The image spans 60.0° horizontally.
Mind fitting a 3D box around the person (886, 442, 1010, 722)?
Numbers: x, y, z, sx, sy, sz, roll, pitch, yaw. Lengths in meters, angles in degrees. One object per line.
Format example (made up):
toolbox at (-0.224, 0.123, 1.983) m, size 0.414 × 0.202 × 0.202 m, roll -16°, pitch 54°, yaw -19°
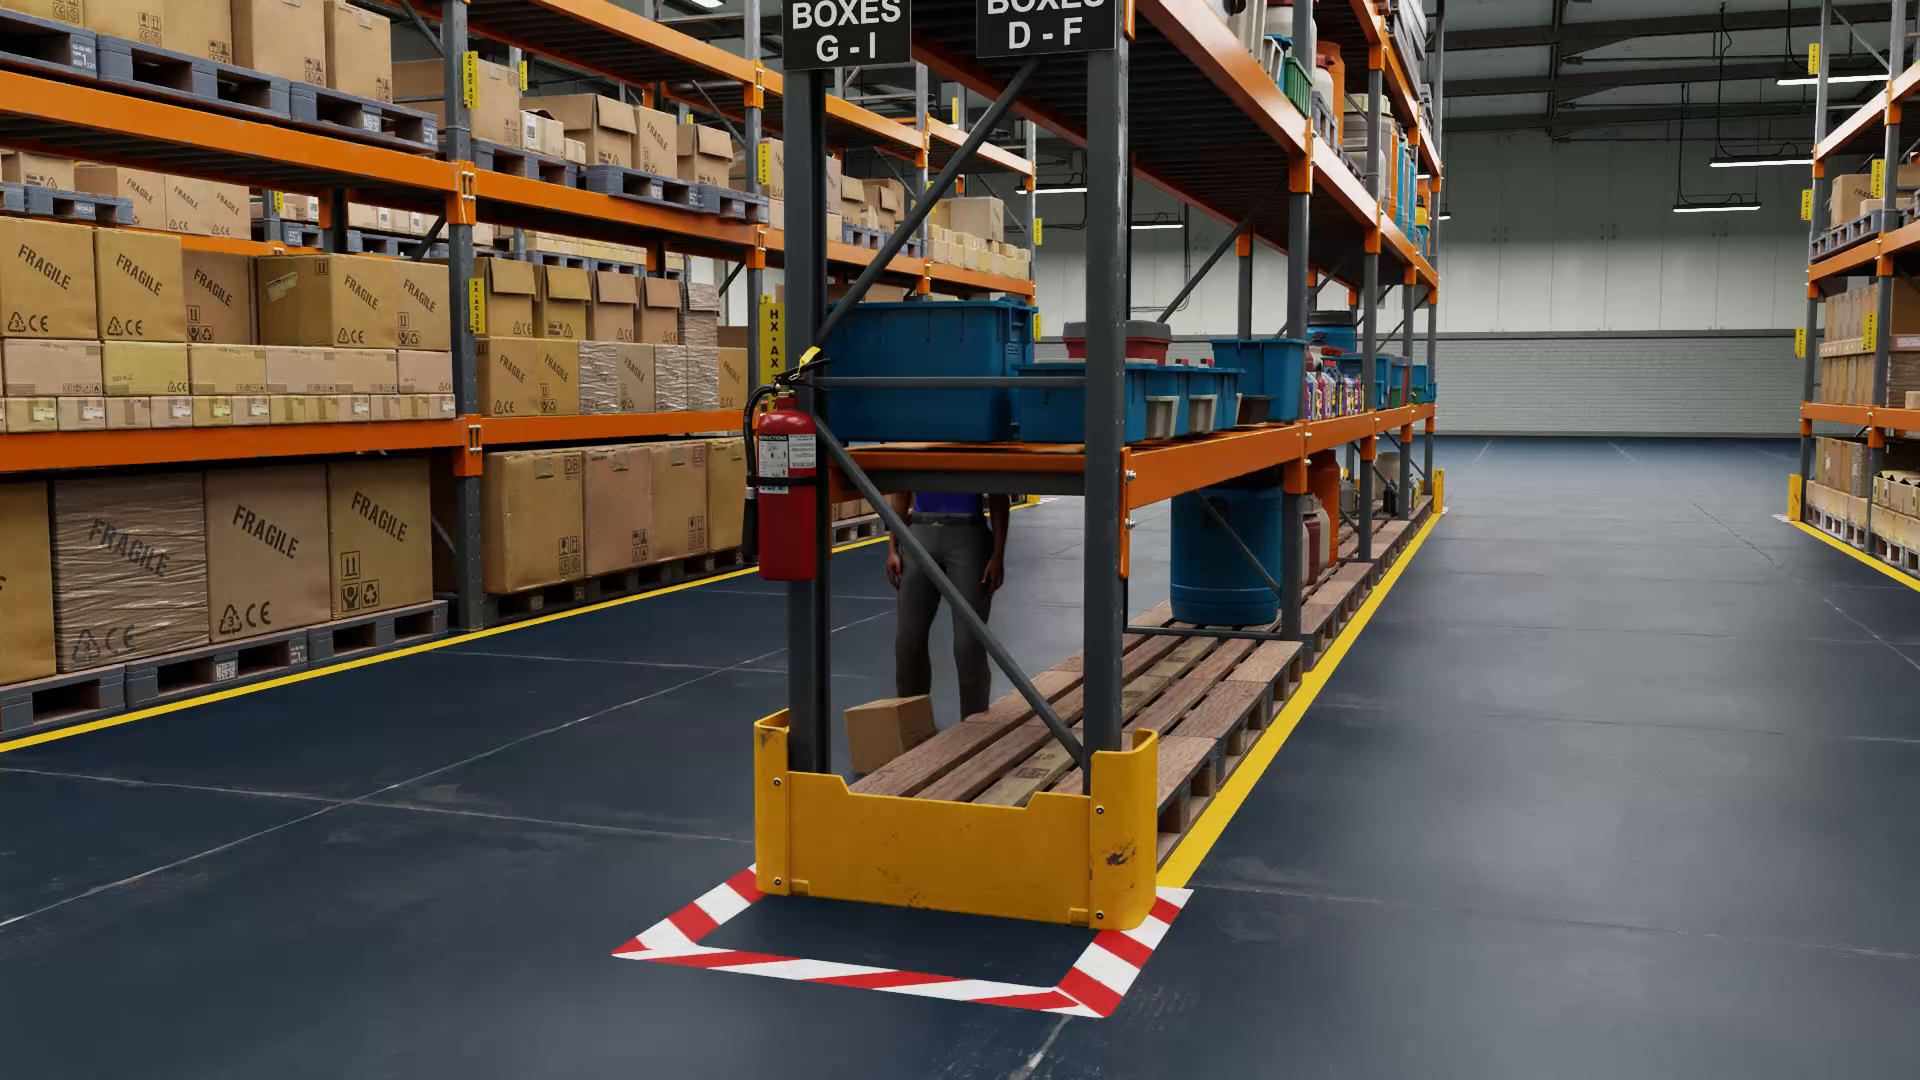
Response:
person at (-0.062, 0.064, 6.589) m, size 0.511 × 1.654 × 0.346 m, roll 2°, pitch 6°, yaw 16°
